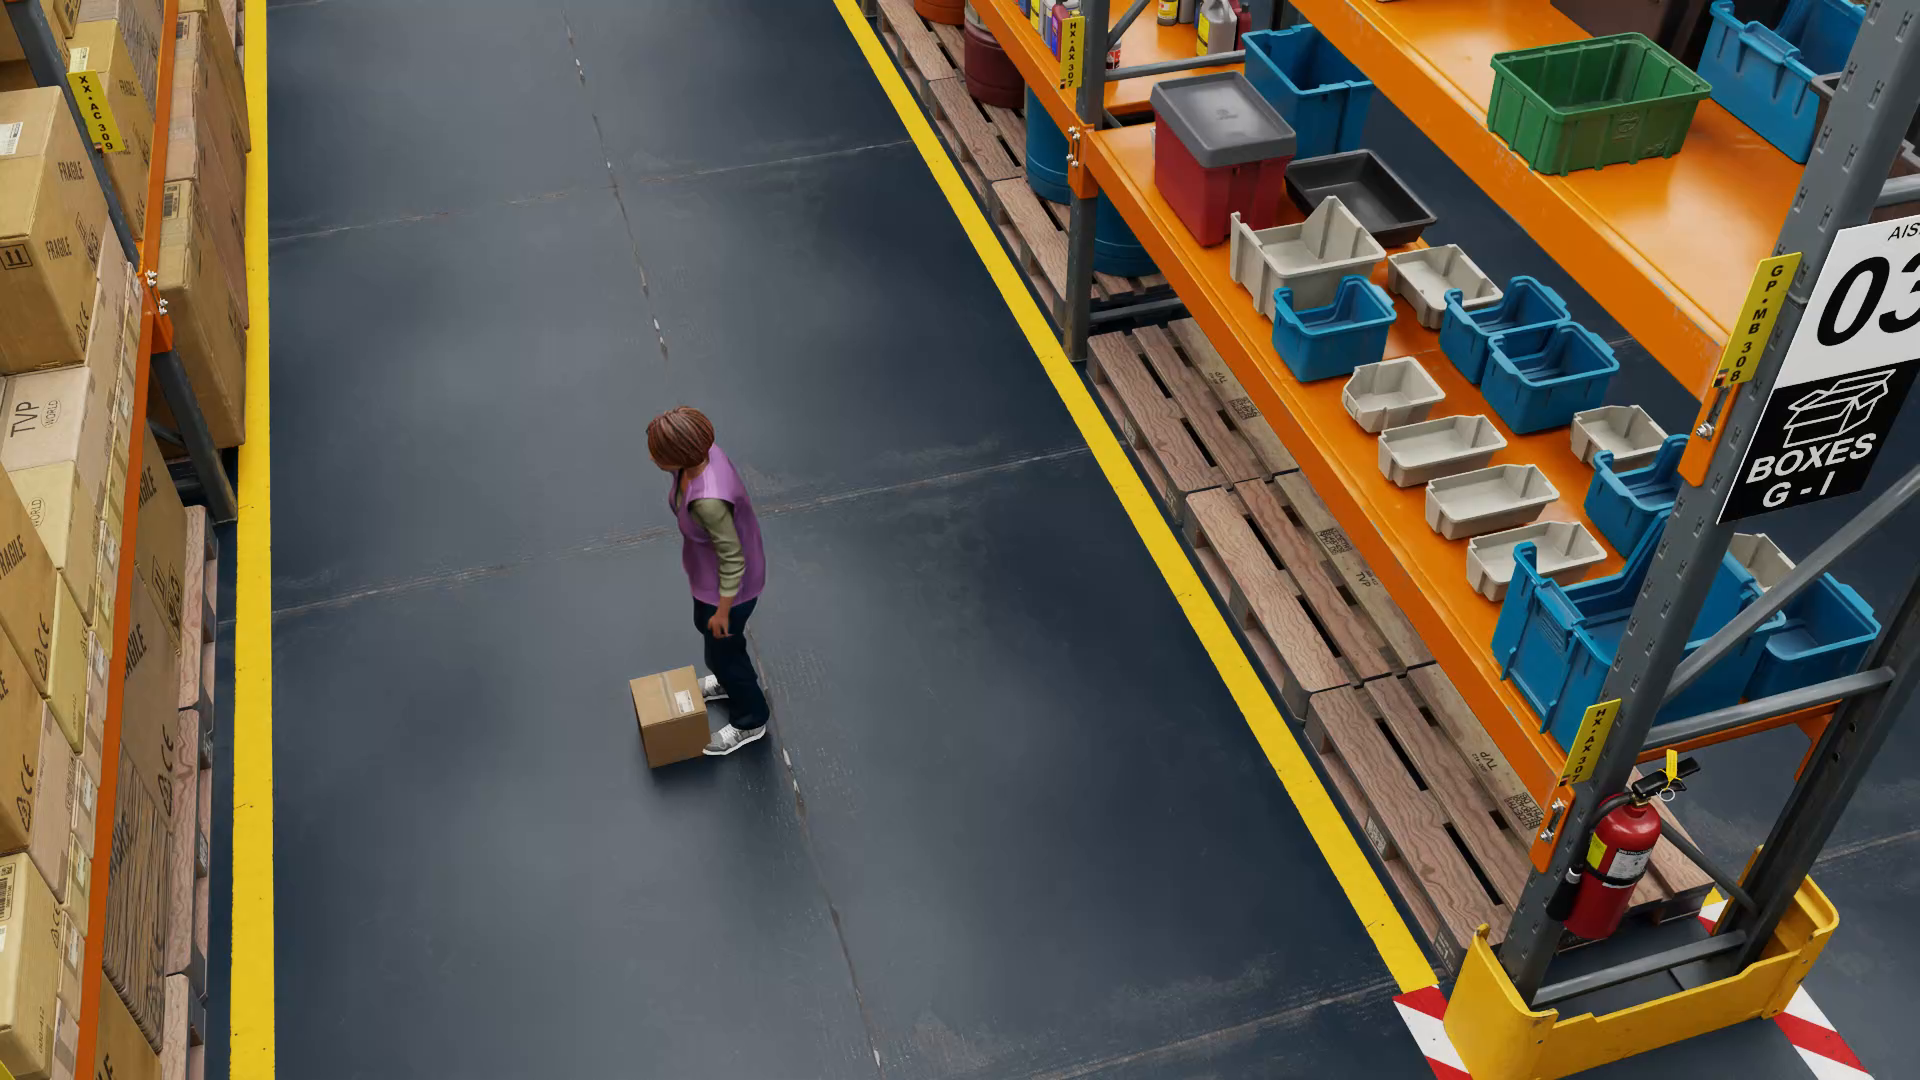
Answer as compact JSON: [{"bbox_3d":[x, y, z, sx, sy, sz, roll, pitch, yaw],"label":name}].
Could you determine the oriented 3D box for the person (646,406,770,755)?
[{"bbox_3d":[-0.883,0.137,6.021,0.340,1.594,0.484,-14,45,-15],"label":"person"}]
